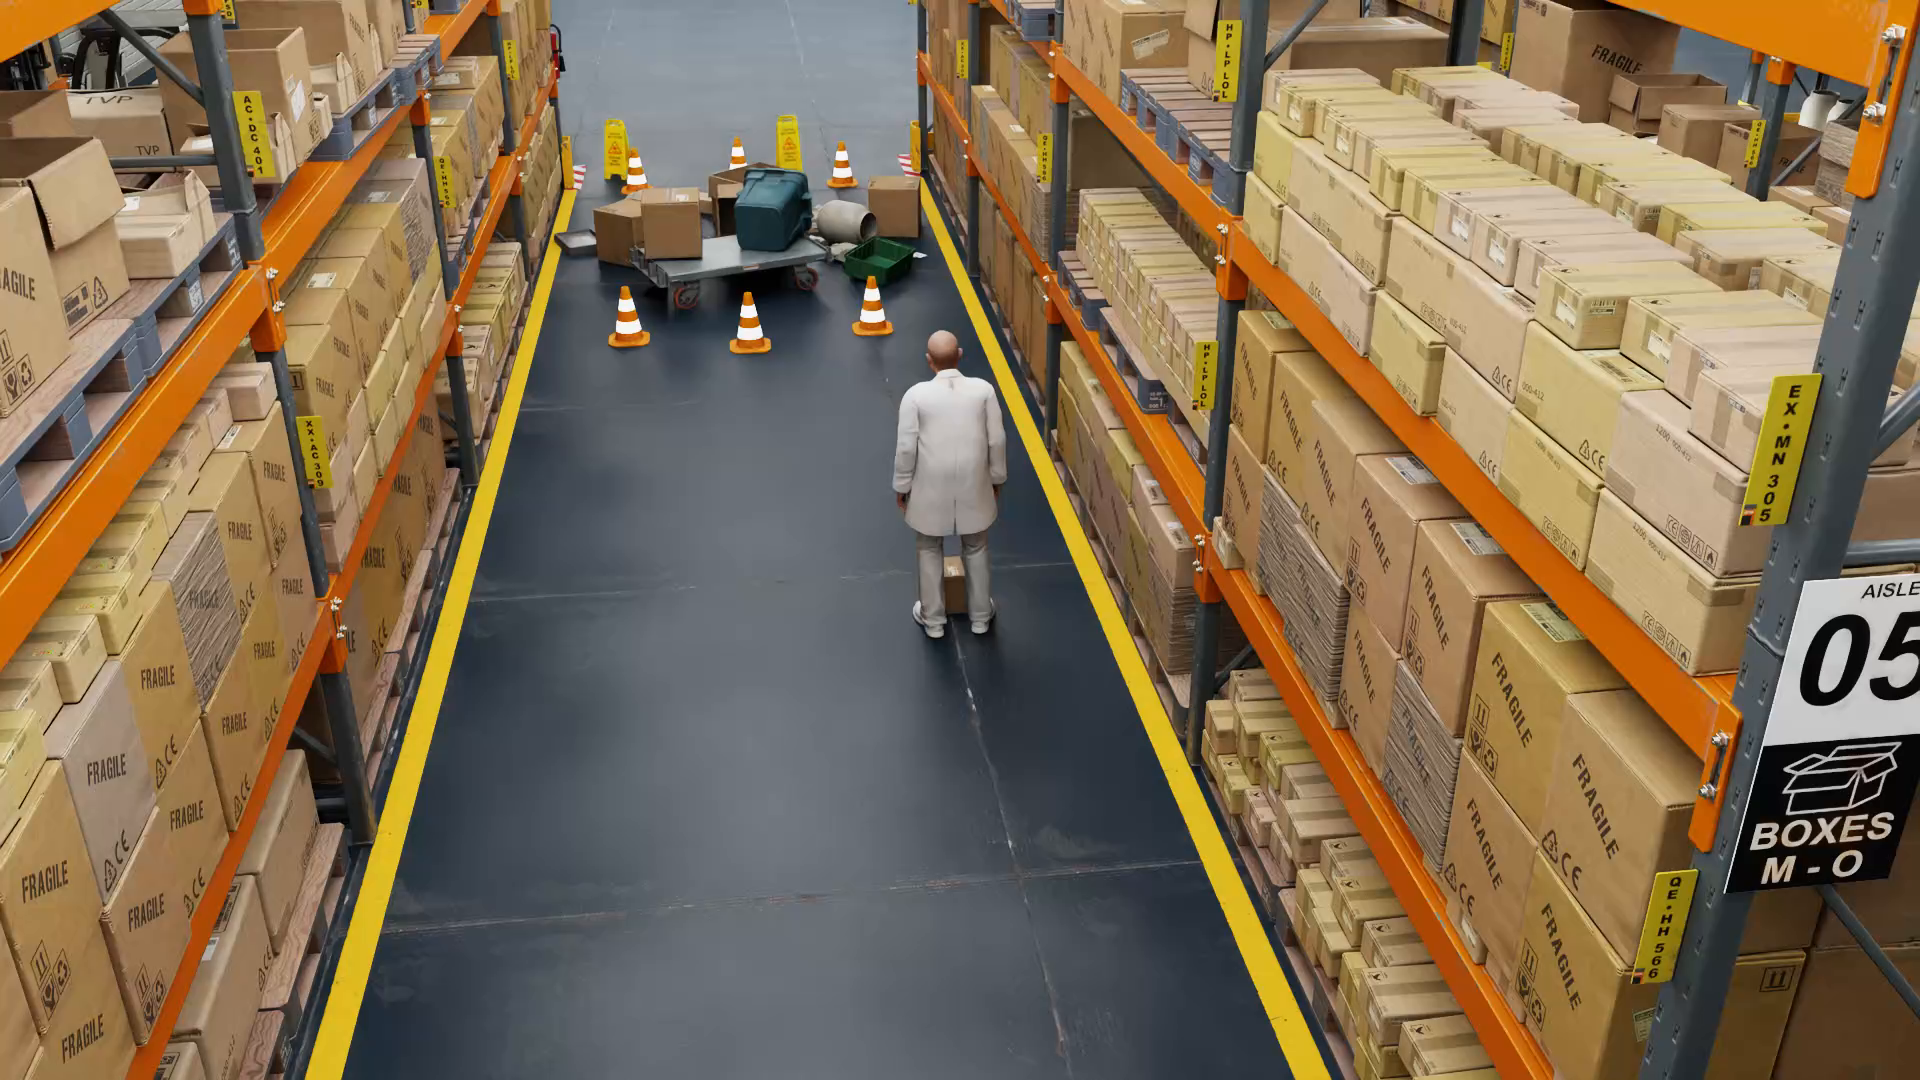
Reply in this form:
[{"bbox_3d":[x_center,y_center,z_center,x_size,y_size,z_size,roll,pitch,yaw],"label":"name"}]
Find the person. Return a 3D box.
[{"bbox_3d":[-0.056,-0.302,9.233,0.647,1.773,0.427,-5,27,-9],"label":"person"}]
